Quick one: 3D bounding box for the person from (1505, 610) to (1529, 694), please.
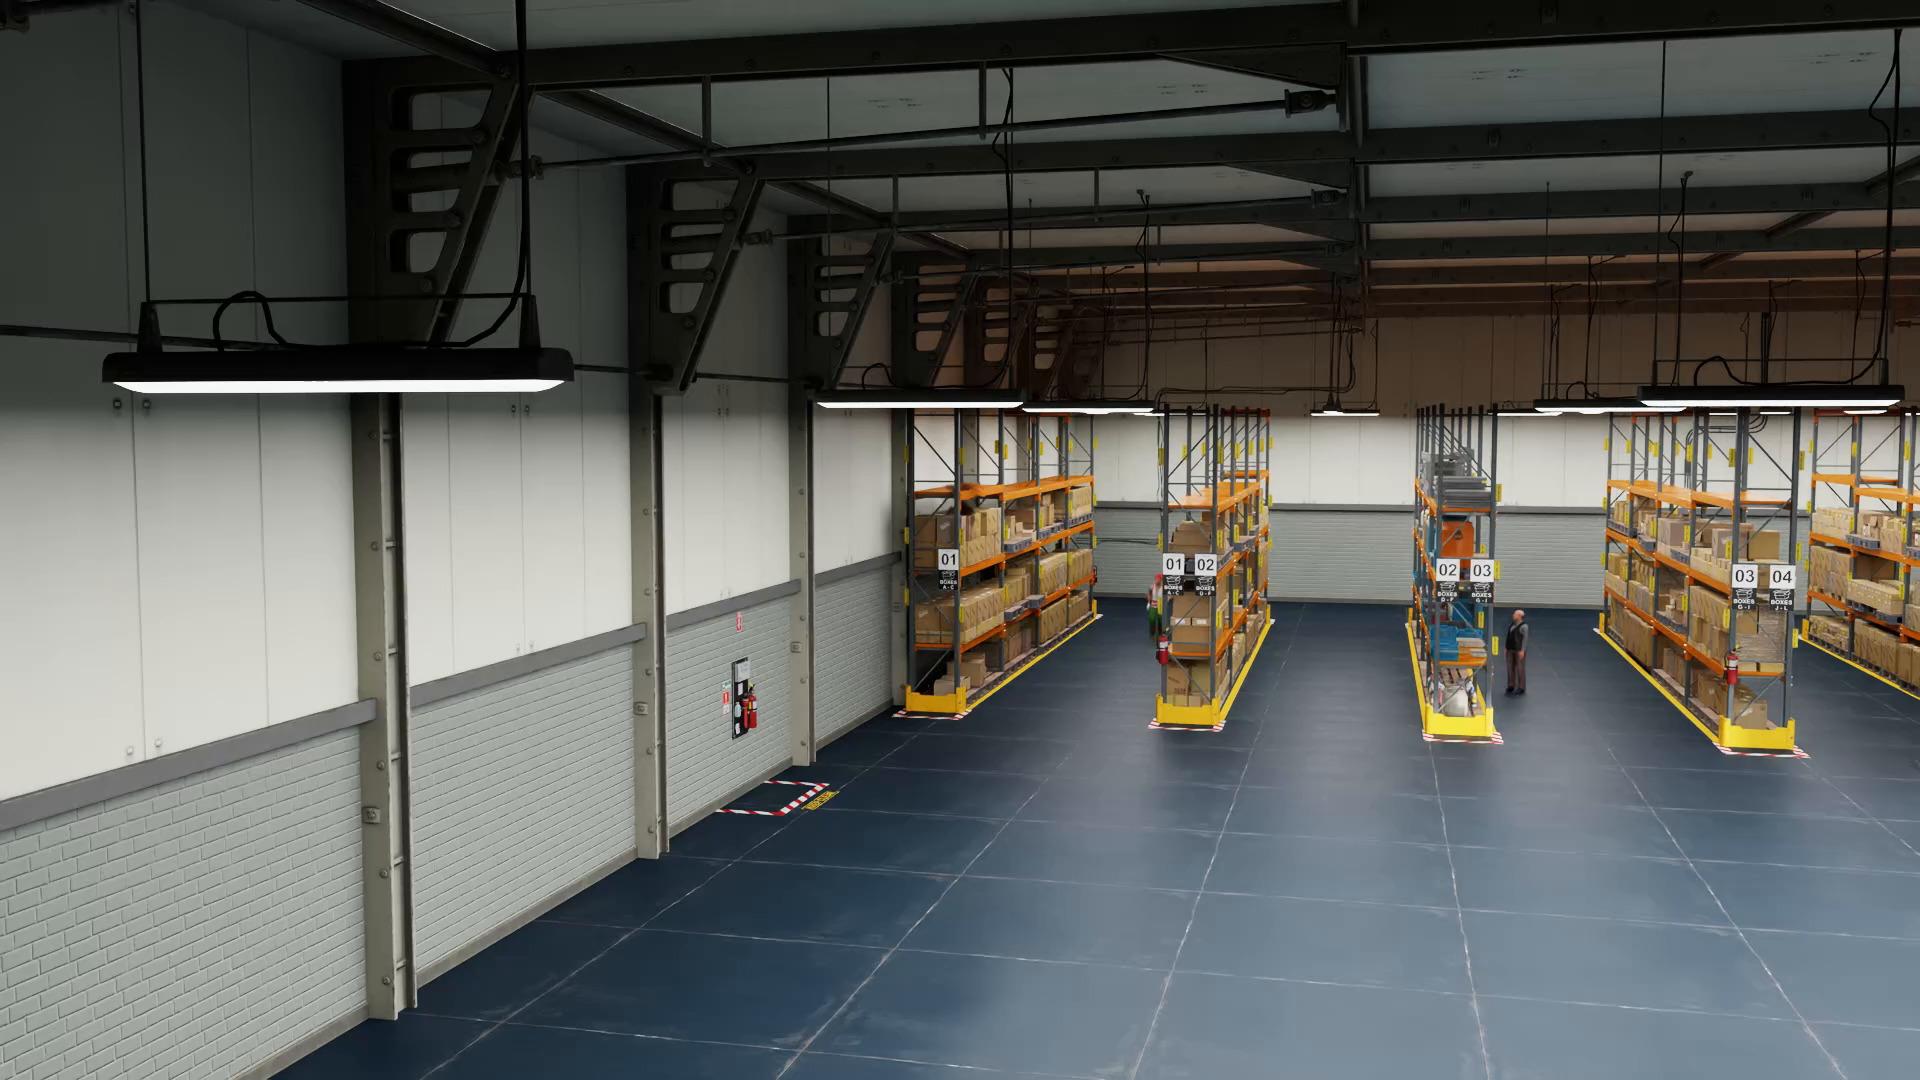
[{"bbox_3d":[11.645,2.335,34.804,0.402,1.739,0.542,-3,5,-36],"label":"person"}]

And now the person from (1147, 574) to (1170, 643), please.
[{"bbox_3d":[5.088,1.772,42.772,0.624,1.813,0.877,1,4,18],"label":"person"}]

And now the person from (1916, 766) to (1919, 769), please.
[{"bbox_3d":[15.997,2.971,26.706,1.004,1.602,0.501,0,4,-2],"label":"person"}]
